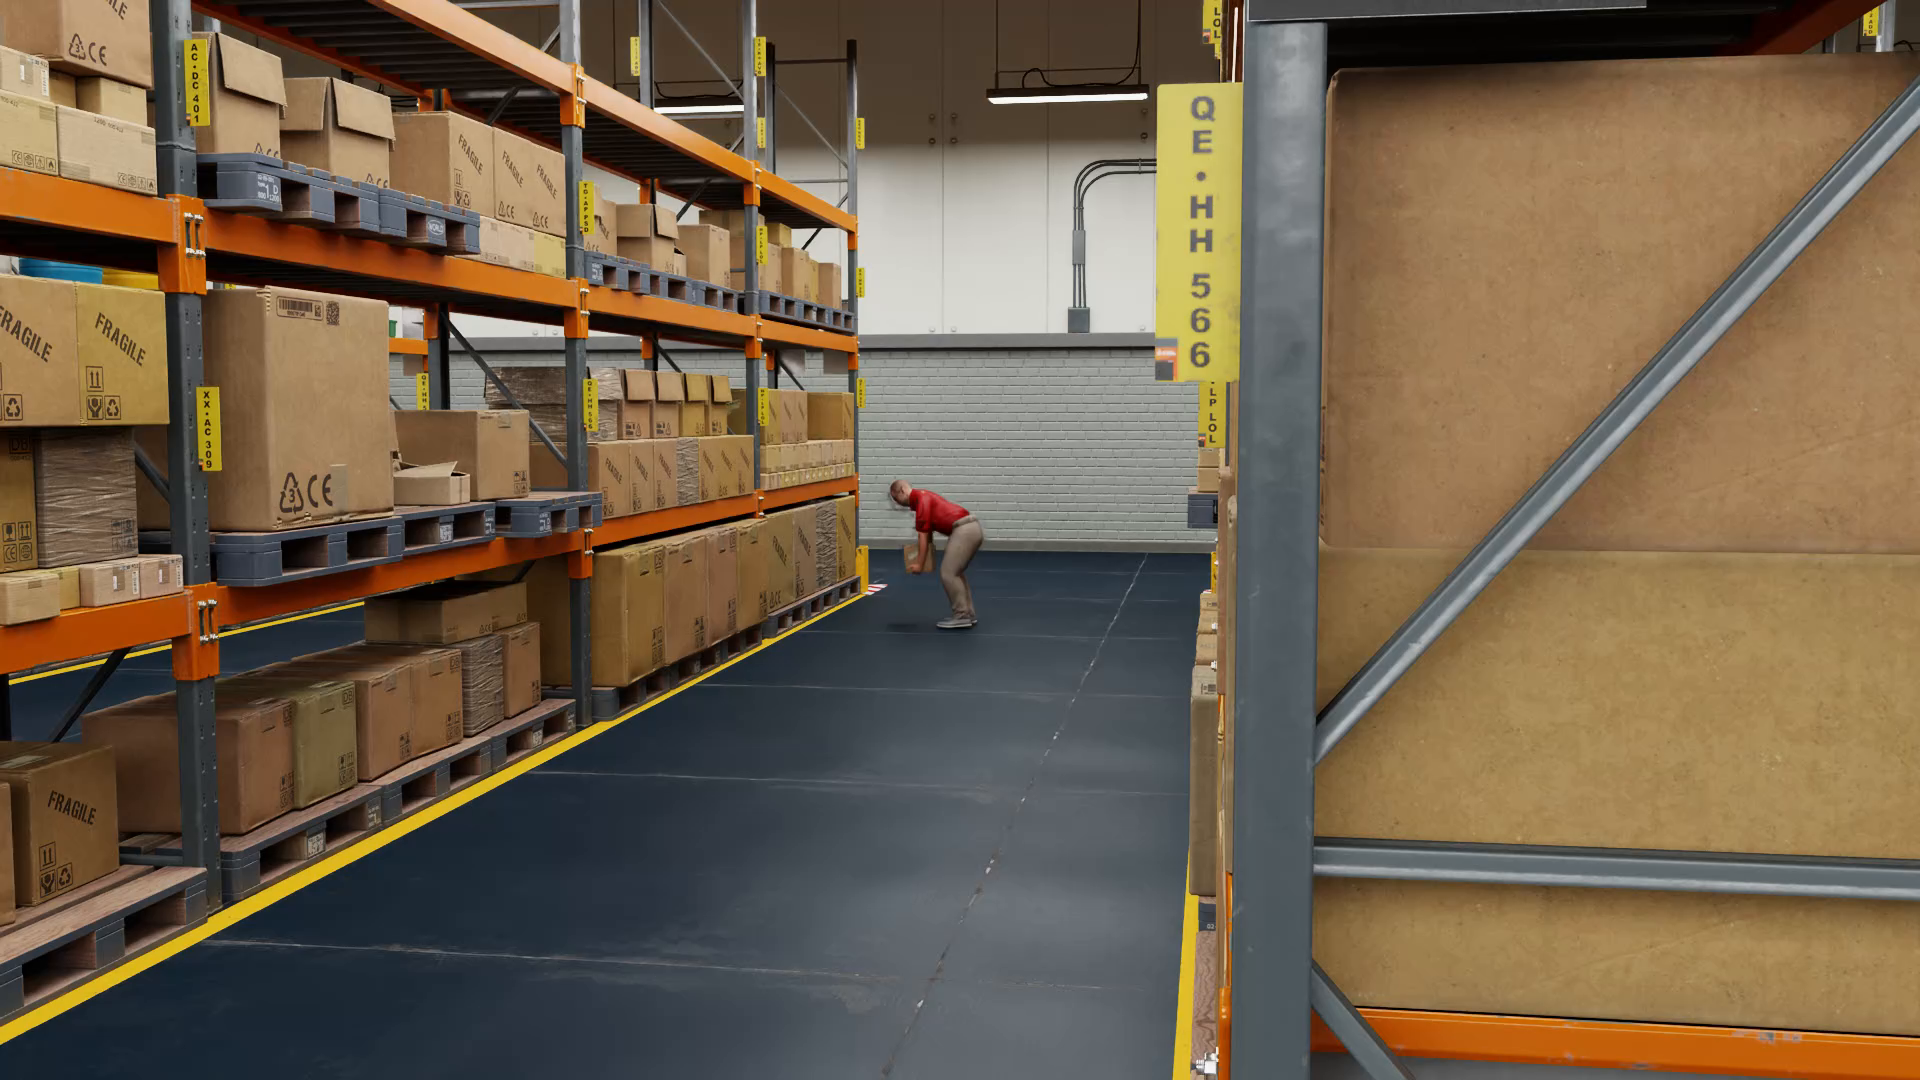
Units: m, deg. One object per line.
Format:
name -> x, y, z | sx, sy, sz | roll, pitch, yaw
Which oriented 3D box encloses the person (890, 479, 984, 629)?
person -> -0.223, 0.124, 15.491 | 0.876, 1.373, 0.473 | 1, 4, 7
